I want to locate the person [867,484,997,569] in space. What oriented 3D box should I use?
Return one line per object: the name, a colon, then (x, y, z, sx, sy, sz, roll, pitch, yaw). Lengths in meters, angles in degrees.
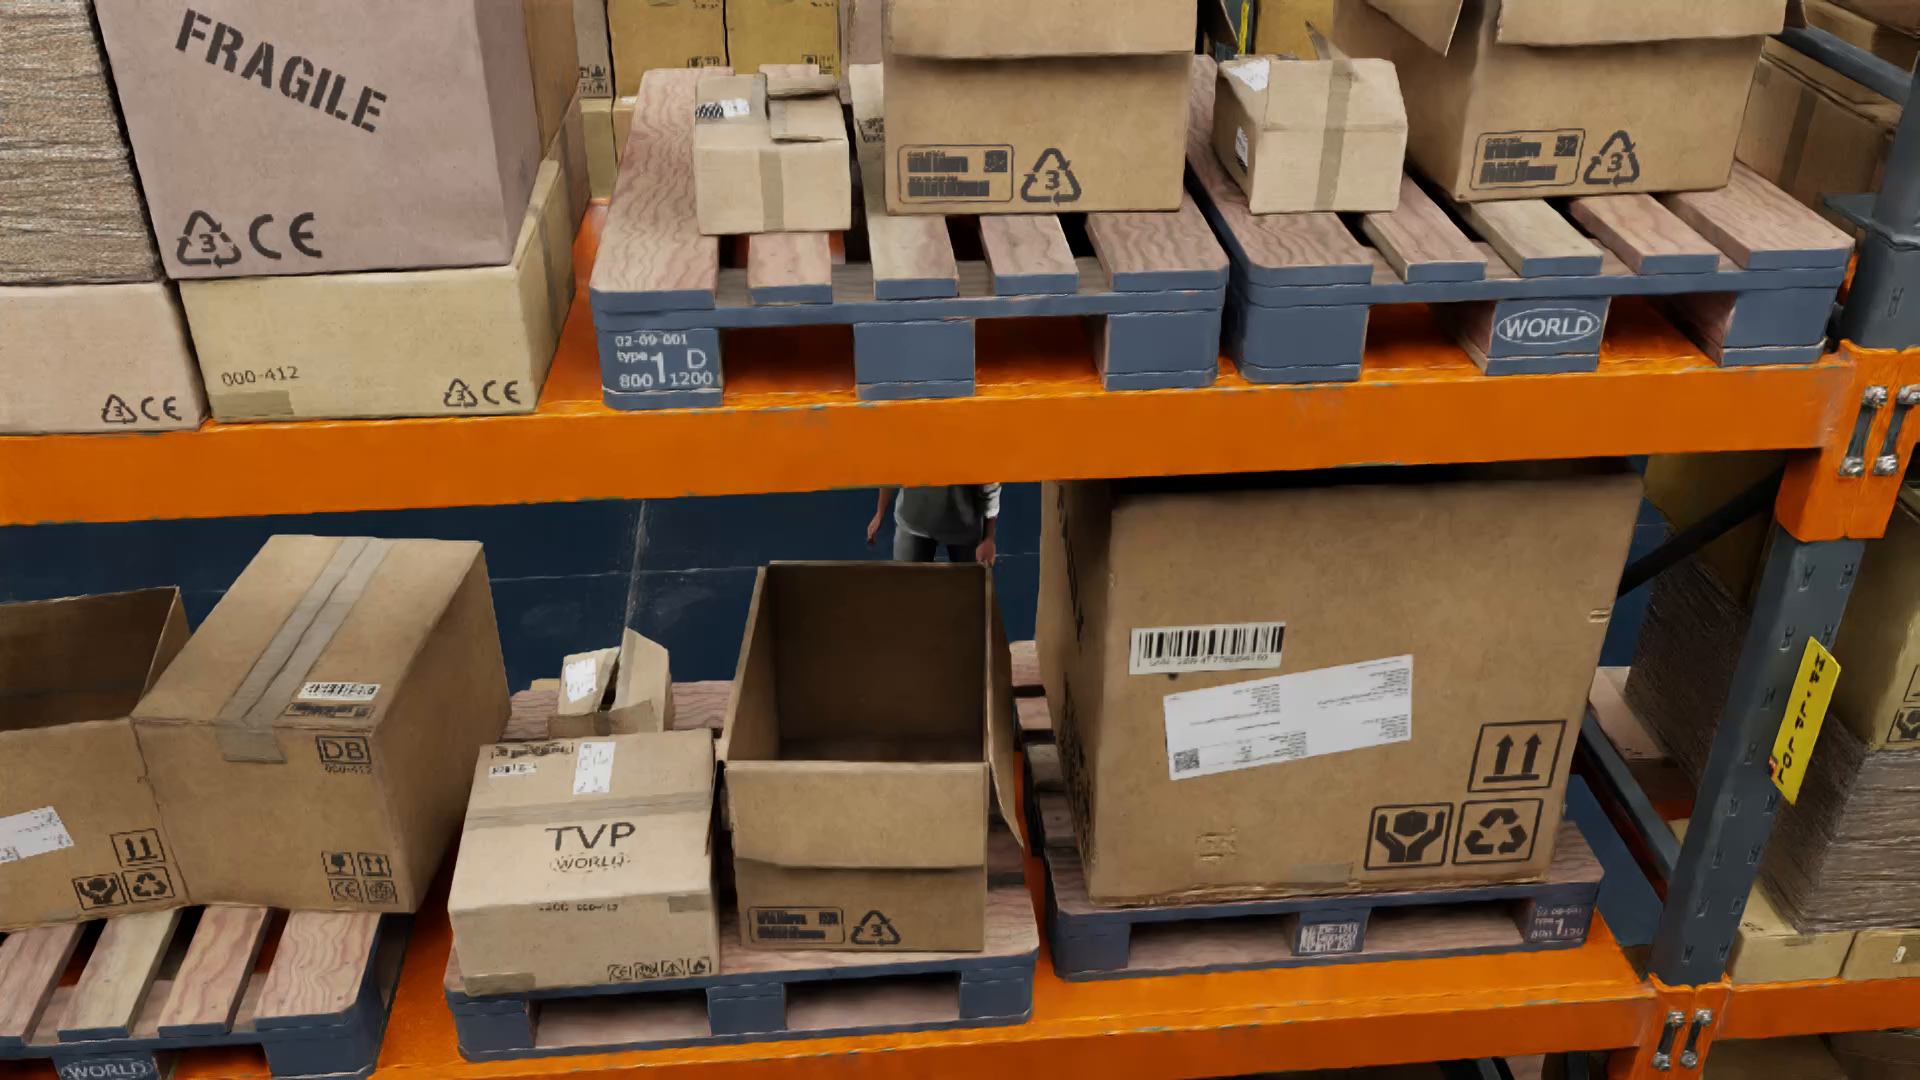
person: (-0.087, -0.095, 6.190, 0.507, 1.526, 0.393, 9, 33, 14)
